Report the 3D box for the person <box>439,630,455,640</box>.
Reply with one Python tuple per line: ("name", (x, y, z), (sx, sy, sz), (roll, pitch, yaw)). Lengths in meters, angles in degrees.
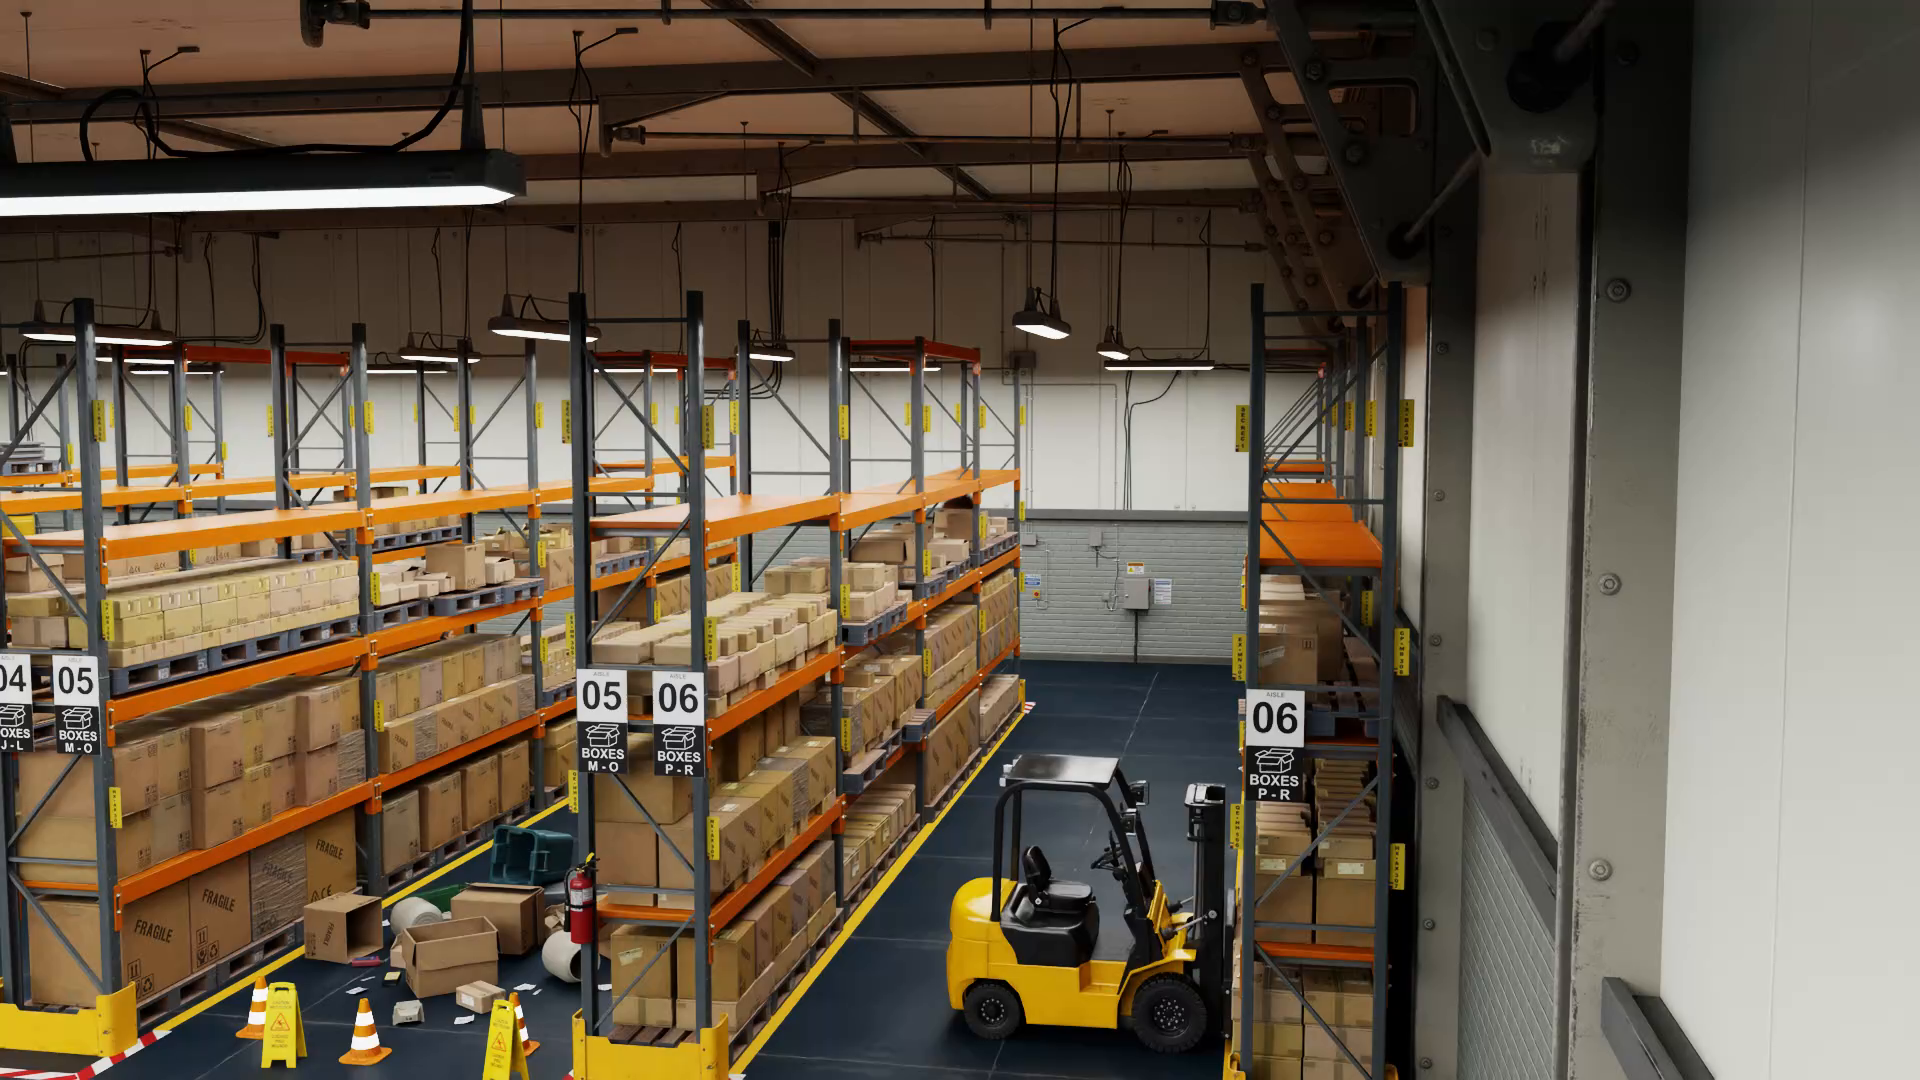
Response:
("person", (-8.091, 2.224, 26.523), (0.453, 1.649, 0.538), (4, 6, 42))
